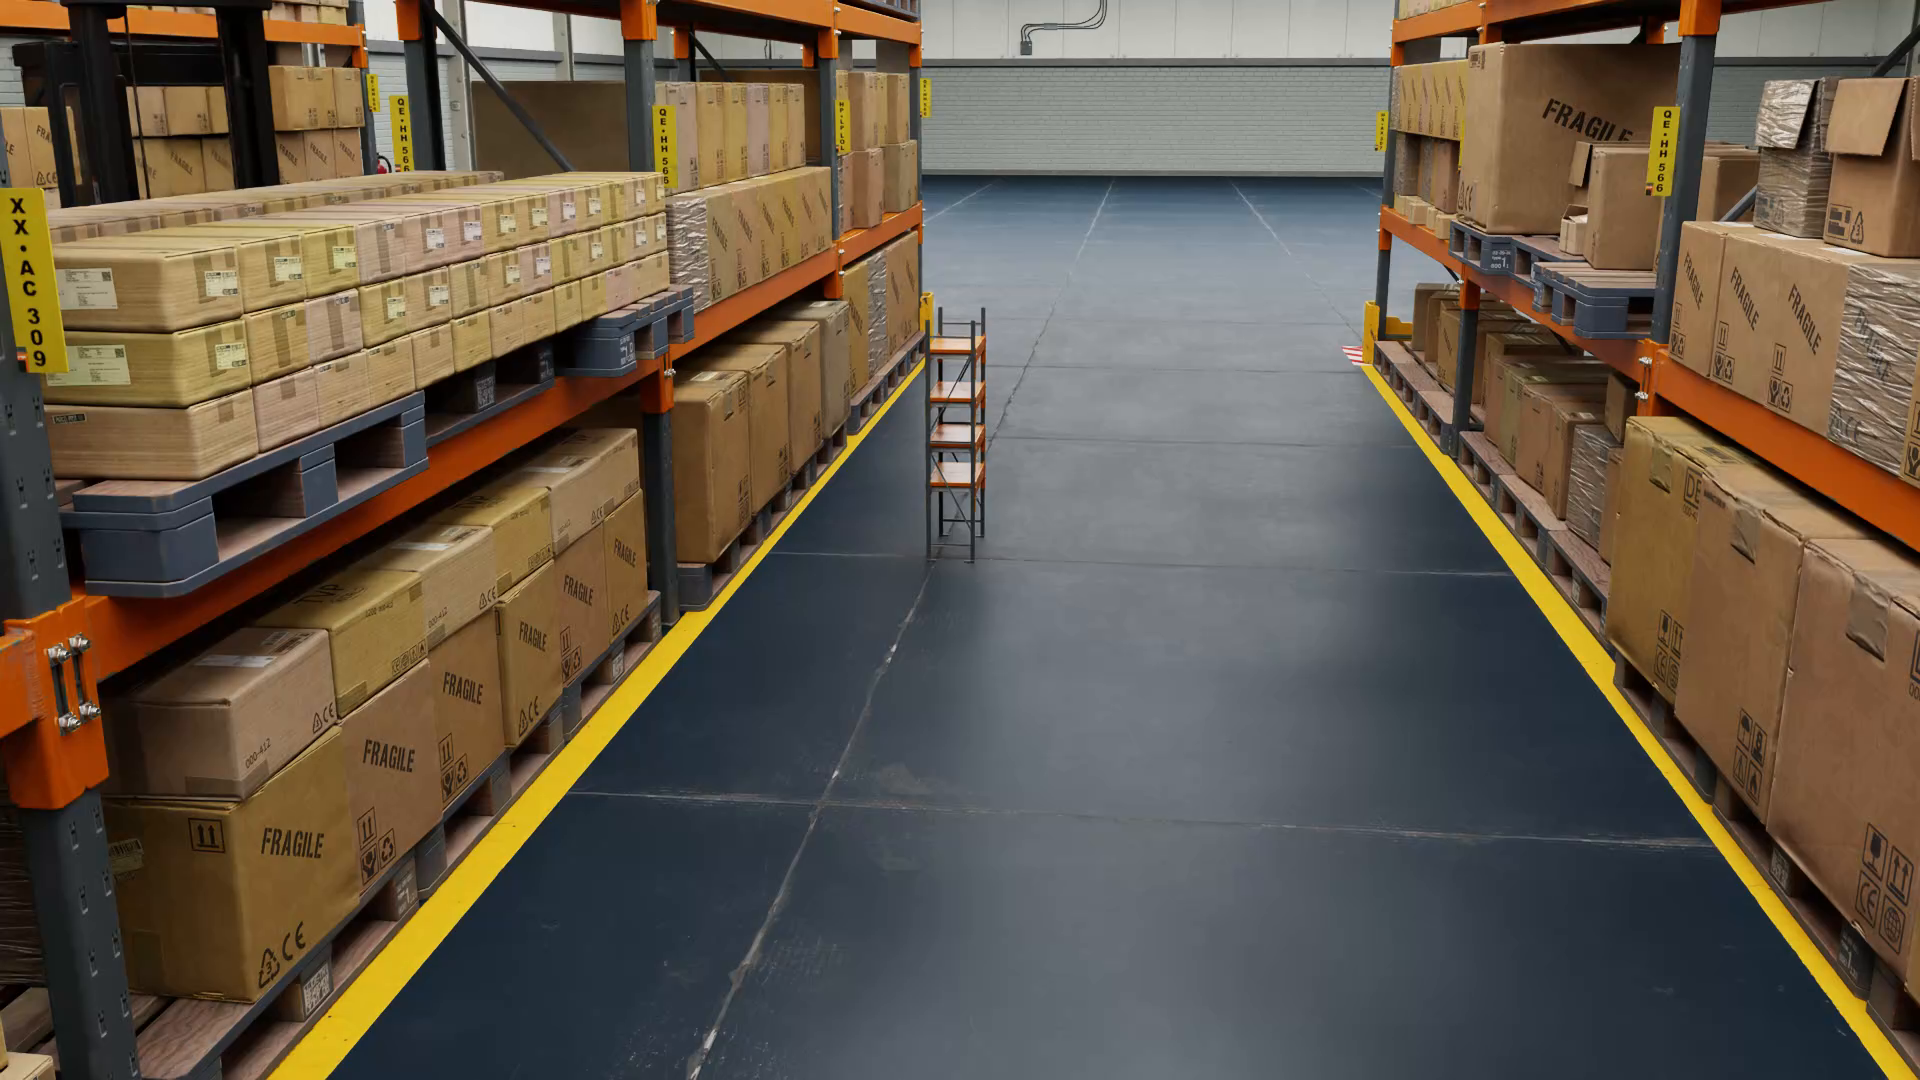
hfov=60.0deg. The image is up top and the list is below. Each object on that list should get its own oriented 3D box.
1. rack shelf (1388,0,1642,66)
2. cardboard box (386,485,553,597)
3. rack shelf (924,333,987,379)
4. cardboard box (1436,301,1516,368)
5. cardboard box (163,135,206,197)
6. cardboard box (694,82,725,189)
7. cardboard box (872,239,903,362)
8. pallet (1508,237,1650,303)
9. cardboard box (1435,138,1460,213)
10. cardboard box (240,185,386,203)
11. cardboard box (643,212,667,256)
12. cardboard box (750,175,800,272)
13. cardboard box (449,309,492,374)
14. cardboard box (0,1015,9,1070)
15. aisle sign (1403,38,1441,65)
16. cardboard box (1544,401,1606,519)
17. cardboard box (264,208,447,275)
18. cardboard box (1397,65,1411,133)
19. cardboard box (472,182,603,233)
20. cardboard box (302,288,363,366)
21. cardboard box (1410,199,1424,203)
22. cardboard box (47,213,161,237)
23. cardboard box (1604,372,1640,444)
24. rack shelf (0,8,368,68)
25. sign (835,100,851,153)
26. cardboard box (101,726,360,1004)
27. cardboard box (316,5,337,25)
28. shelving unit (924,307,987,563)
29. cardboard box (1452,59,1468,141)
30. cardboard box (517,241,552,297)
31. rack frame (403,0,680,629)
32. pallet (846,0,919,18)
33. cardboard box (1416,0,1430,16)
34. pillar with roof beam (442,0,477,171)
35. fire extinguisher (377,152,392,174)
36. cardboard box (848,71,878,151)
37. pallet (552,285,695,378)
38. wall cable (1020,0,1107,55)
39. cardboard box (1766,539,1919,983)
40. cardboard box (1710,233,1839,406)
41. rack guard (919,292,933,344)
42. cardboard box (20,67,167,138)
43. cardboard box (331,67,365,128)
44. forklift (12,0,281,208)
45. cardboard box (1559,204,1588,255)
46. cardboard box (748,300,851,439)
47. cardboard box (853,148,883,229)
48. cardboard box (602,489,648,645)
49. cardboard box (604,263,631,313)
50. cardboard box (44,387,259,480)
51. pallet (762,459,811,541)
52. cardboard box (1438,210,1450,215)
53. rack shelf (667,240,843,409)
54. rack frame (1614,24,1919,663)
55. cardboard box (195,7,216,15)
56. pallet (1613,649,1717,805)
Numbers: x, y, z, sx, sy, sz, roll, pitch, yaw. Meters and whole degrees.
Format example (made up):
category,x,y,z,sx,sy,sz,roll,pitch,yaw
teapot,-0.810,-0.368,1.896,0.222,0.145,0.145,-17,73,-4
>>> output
category,x,y,z,sx,sy,sz,roll,pitch,yaw
rack shelf,3.852,-3.577,11.775,1.077,0.370,4.000,2,15,6
cardboard box,-1.677,-0.003,5.473,0.500,0.250,0.500,2,15,8
rack shelf,-0.019,-0.916,8.244,0.258,0.148,0.480,2,15,6
cardboard box,3.868,-1.512,12.490,0.500,0.500,0.500,3,15,11
cardboard box,-5.860,-2.678,12.058,0.500,0.500,0.500,2,15,6
cardboard box,-1.570,-2.004,8.219,0.700,0.500,0.500,1,15,5
cardboard box,-0.947,-1.938,13.349,0.875,0.875,0.875,1,15,5
pallet,3.358,-1.342,8.246,1.003,0.211,1.213,2,15,6
cardboard box,3.787,-2.526,11.494,0.875,0.500,0.500,2,15,6
cardboard box,-2.105,-1.075,5.427,0.380,0.149,0.250,2,15,9
cardboard box,-1.345,-1.176,6.371,0.380,0.149,0.250,2,15,7
cardboard box,-1.198,-1.773,9.280,0.500,0.500,0.500,2,15,7
cardboard box,-1.550,-0.564,4.677,0.380,0.149,0.250,1,15,5
cardboard box,-1.974,0.931,2.989,0.380,0.149,0.250,2,15,8
aisle sign,3.787,-4.275,13.744,0.394,0.787,0.004,2,15,6
cardboard box,3.338,-0.392,8.310,0.700,0.500,0.500,3,15,11
cardboard box,-1.576,-0.782,4.345,0.380,0.149,0.250,2,15,6
cardboard box,3.682,-3.405,12.832,0.500,0.500,0.500,2,15,6
cardboard box,-1.428,-1.118,5.587,0.380,0.149,0.250,2,15,8
cardboard box,-1.636,-0.503,3.882,0.380,0.149,0.250,2,15,8
cardboard box,3.676,-2.548,12.820,0.380,0.149,0.250,2,15,6
cardboard box,-2.252,-0.738,4.183,0.380,0.149,0.250,2,15,6
cardboard box,3.271,-0.600,7.645,0.500,0.250,0.500,3,16,13
rack shelf,-5.994,-3.869,12.855,1.077,0.370,4.000,2,15,6
sign,-0.750,-2.637,10.601,0.100,0.325,0.005,2,15,6
cardboard box,-1.846,0.765,4.070,0.500,0.500,0.500,2,15,8
cardboard box,-5.527,-4.447,14.097,0.380,0.149,0.250,2,15,7
shelving unit,-0.019,-0.536,8.347,0.258,1.200,0.503,2,15,6
cardboard box,3.404,-2.757,10.434,0.500,0.500,0.500,2,15,6
cardboard box,-1.488,-0.841,5.134,0.380,0.149,0.250,2,15,8
rack frame,-1.742,-1.092,6.955,1.000,3.000,0.127,2,15,6
pallet,-0.912,-4.380,13.536,1.003,0.211,1.213,2,15,6
cardboard box,3.655,-3.991,12.215,0.500,0.250,0.500,2,15,6
pillar with roof beam,-5.367,-10.716,31.051,9.100,9.000,0.400,2,15,6
fire extinguisher,-5.298,-3.266,15.141,0.296,0.674,0.183,2,15,6
cardboard box,-1.070,-3.100,12.025,0.875,0.550,0.550,2,15,6
pallet,-1.716,-0.812,6.285,1.213,0.211,1.003,2,15,6
wall cable,2.787,-16.038,44.219,2.305,6.003,0.169,2,15,6
cardboard box,2.876,0.542,4.177,1.225,0.875,0.875,1,15,4
cardboard box,2.794,-0.716,5.374,0.500,0.500,0.500,1,15,5
rack guard,-0.836,-1.967,14.978,1.175,0.500,0.348,2,15,6
cardboard box,-5.955,-3.032,11.450,0.700,0.500,0.500,2,15,6
cardboard box,-5.609,-3.822,14.375,0.700,0.500,0.500,1,15,5
forklift,-4.359,-1.646,9.135,1.130,2.935,3.031,-12,19,-38
cardboard box,3.095,-1.498,7.910,0.396,0.266,0.258,1,15,5
cardboard box,-1.271,-1.083,10.426,1.050,0.750,0.750,2,15,6
cardboard box,-1.043,-2.578,12.163,0.875,0.550,0.550,2,15,6
cardboard box,-1.556,0.090,6.567,0.500,0.500,0.500,2,15,6
cardboard box,-1.399,-0.901,5.925,0.380,0.149,0.250,2,15,7
cardboard box,-1.692,-0.225,3.424,0.380,0.149,0.250,1,15,4
pallet,-1.438,-0.264,9.234,1.003,0.211,1.213,2,15,6
cardboard box,3.549,-2.223,11.619,0.380,0.149,0.250,2,15,6
rack shelf,-1.516,-1.264,8.968,1.077,0.370,4.000,2,15,6
rack frame,3.175,-0.920,6.318,1.000,3.000,0.127,2,15,6
cardboard box,-5.709,-3.982,12.375,0.380,0.149,0.250,1,15,5
pallet,3.011,0.628,5.934,1.003,0.211,1.213,2,15,6
